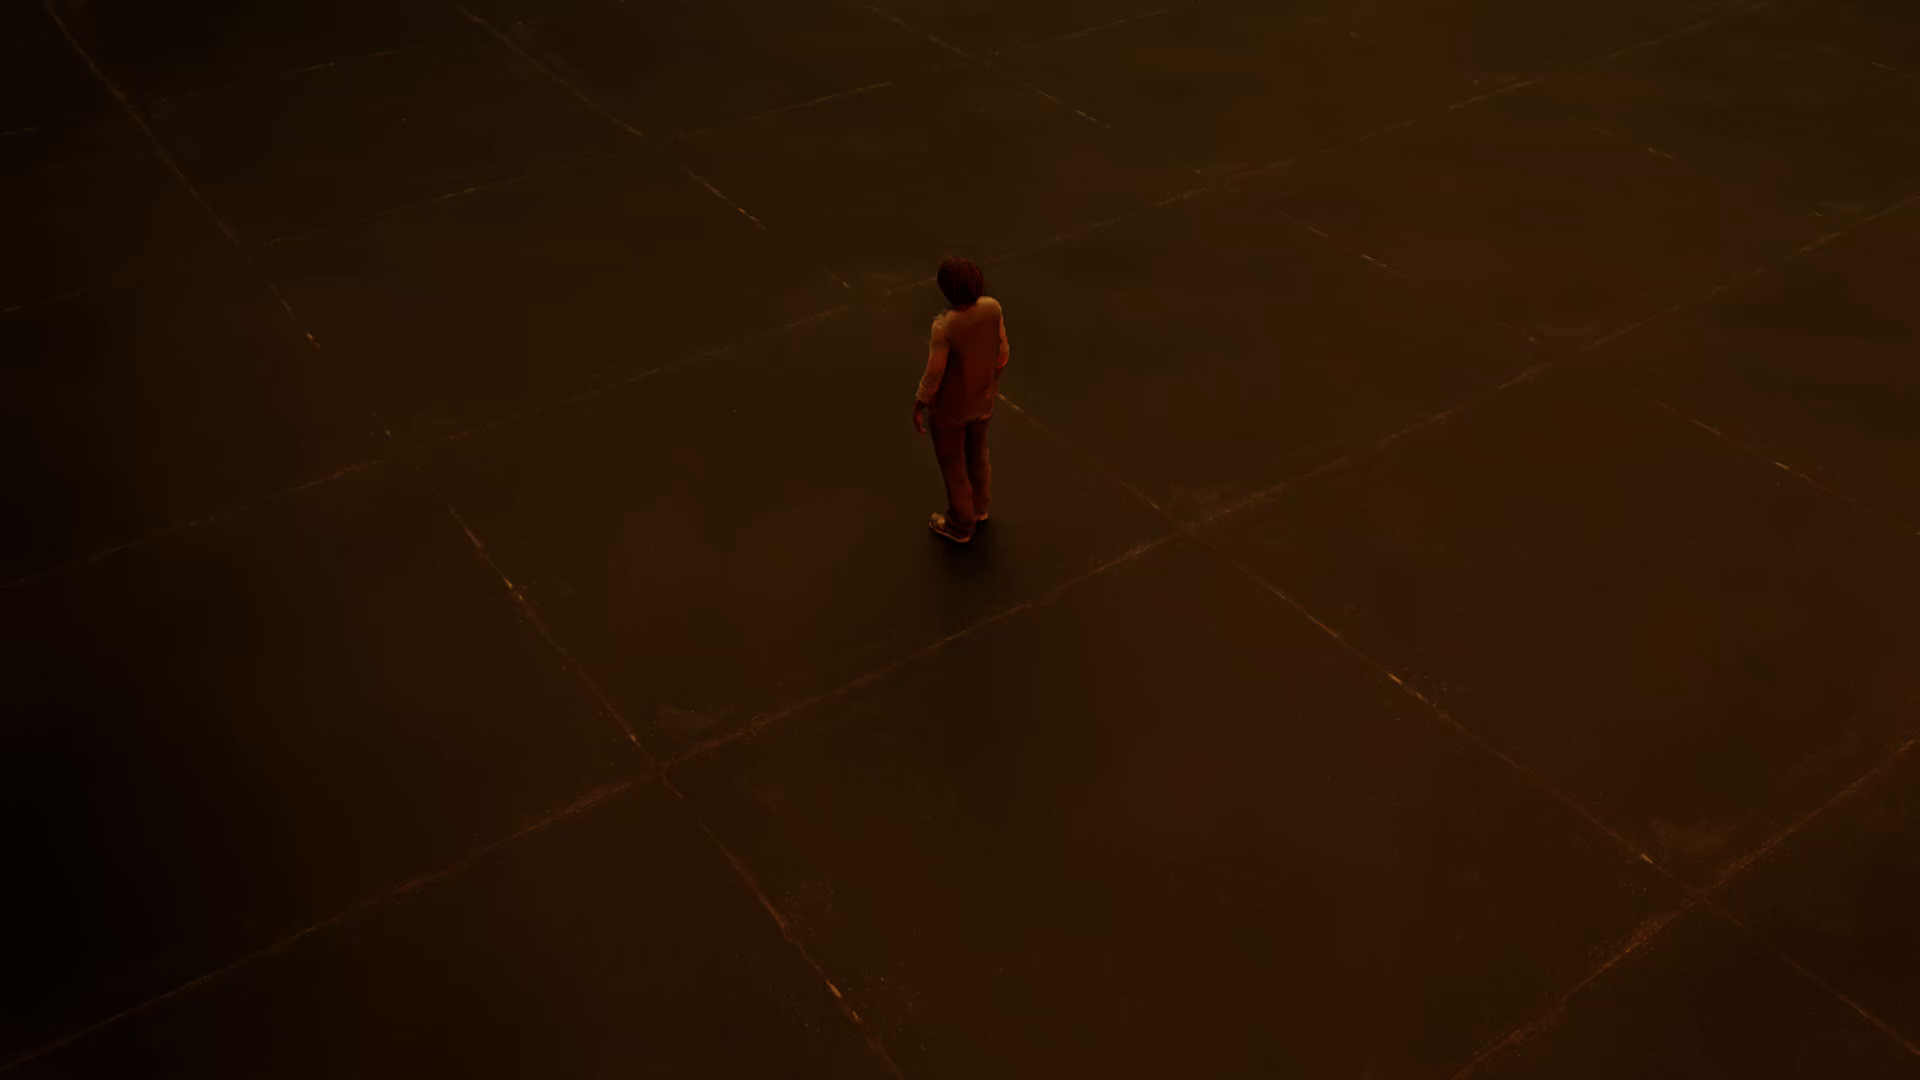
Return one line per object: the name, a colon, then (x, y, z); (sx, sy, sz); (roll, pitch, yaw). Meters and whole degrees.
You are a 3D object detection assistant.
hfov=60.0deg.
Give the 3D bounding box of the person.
person: (-0.032, -0.688, 7.986); (0.521, 1.597, 0.474); (-23, 42, -28)
